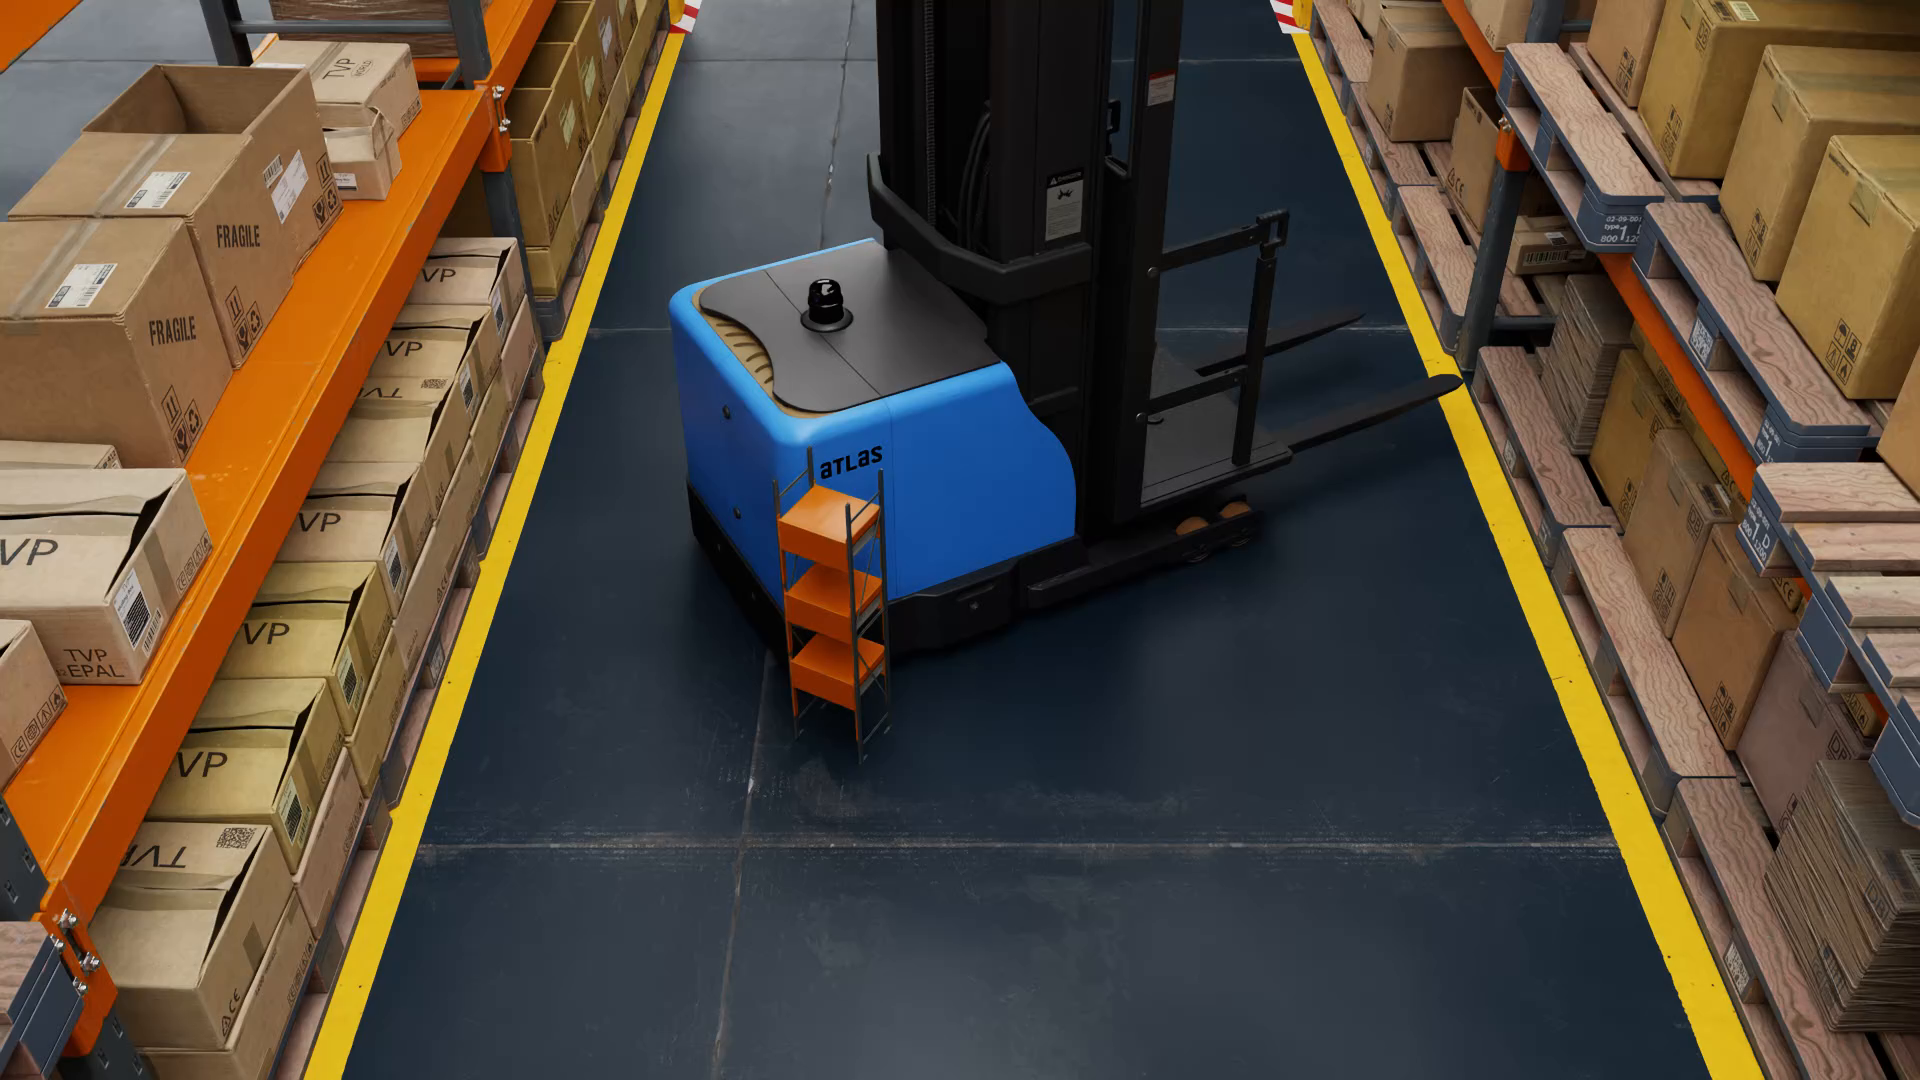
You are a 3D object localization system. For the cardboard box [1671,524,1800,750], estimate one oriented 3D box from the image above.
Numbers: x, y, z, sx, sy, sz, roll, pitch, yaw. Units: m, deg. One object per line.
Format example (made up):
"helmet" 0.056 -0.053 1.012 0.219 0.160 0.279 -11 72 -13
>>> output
"cardboard box" 2.691 0.295 5.130 0.700 0.500 0.500 0 39 0

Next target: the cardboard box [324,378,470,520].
"cardboard box" -2.008 -0.340 5.690 0.500 0.311 0.500 0 39 0

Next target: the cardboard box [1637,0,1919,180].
"cardboard box" 2.613 -1.470 5.253 0.700 0.500 0.500 4 39 5

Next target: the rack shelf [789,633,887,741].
"rack shelf" -0.382 0.447 5.314 0.240 0.259 0.215 19 42 22

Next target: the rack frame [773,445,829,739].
"rack frame" -0.489 0.185 5.179 0.008 1.050 0.200 19 42 22

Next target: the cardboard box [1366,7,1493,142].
"cardboard box" 2.511 -2.376 8.464 0.700 0.500 0.500 -2 39 -3

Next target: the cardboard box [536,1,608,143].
"cardboard box" -1.989 -2.220 7.885 0.500 0.500 0.500 0 39 0

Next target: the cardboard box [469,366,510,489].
"cardboard box" -2.012 -0.436 6.259 0.500 0.250 0.500 -1 39 -1

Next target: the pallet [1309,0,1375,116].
"pallet" 2.614 -2.784 9.556 1.003 0.211 1.213 0 39 0

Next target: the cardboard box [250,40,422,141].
"cardboard box" -2.256 -1.554 5.911 0.500 0.250 0.500 2 39 3

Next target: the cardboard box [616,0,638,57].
"cardboard box" -1.991 -2.845 8.665 0.500 0.500 0.500 0 39 0

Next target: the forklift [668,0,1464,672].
"forklift" 0.546 -1.332 5.569 3.031 2.935 1.130 -19 42 -22

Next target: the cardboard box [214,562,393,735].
"cardboard box" -2.010 0.296 4.897 0.500 0.311 0.500 -1 39 -1

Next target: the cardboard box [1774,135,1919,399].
"cardboard box" 2.623 -0.709 4.304 0.700 0.500 0.500 0 39 0

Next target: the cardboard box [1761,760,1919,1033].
"cardboard box" 2.605 0.928 4.340 0.700 0.500 0.500 0 39 1

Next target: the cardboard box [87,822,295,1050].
"cardboard box" -2.003 0.943 4.089 0.500 0.311 0.500 1 39 1

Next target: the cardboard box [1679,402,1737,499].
"cardboard box" 2.679 -0.354 5.341 0.500 0.250 0.500 -1 39 -1

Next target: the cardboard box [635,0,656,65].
"cardboard box" -1.997 -2.865 9.290 0.500 0.250 0.500 0 39 0

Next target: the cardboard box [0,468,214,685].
"cardboard box" -2.103 0.056 3.853 0.500 0.311 0.500 0 39 -1

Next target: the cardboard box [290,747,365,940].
"cardboard box" -2.004 0.848 4.656 0.500 0.250 0.500 -1 39 -1

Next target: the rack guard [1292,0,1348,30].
"rack guard" 2.648 -3.405 10.099 1.175 0.500 0.348 0 39 0

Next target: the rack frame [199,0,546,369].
"rack frame" -2.301 -1.921 6.248 1.000 3.000 0.127 0 39 0

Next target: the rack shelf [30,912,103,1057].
"rack shelf" -2.294 2.112 1.791 1.077 0.370 4.000 0 39 0

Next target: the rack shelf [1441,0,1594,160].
"rack shelf" 2.651 -2.897 8.041 1.077 0.370 4.000 0 39 0

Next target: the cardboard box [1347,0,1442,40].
"cardboard box" 2.559 -3.118 9.540 0.500 0.311 0.500 -4 39 -5

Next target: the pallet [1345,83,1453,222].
"pallet" 2.613 -2.023 8.606 1.003 0.211 1.213 0 39 0

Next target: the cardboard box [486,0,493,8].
"cardboard box" -2.315 -2.567 6.975 0.700 0.500 0.500 0 39 -1

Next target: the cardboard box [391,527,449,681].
"cardboard box" -2.011 0.202 5.462 0.500 0.250 0.500 1 39 1

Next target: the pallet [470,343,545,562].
"pallet" -2.261 -0.372 6.545 1.003 0.211 1.213 0 39 0

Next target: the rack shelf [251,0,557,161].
"rack shelf" -2.303 -2.891 8.034 1.077 0.370 4.000 0 39 0

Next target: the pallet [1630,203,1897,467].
"pallet" 2.614 -0.588 4.739 1.003 0.211 1.213 0 39 0

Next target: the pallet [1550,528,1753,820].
"pallet" 2.660 0.413 5.566 1.003 0.211 1.213 0 39 0

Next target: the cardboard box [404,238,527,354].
"cardboard box" -2.014 -0.977 6.485 0.500 0.311 0.500 0 39 0

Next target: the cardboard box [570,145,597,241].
"cardboard box" -1.994 -1.614 7.729 0.500 0.250 0.500 0 39 0

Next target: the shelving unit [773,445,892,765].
"shelving unit" -0.382 0.222 5.134 0.252 1.050 0.215 19 42 22

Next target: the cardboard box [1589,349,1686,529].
"cardboard box" 2.721 -0.339 5.922 0.700 0.500 0.500 -1 39 -1

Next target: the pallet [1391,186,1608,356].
"pallet" 2.617 -1.258 7.652 1.003 0.211 1.213 0 39 0

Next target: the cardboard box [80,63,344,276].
"cardboard box" -2.316 -1.150 5.206 0.500 0.500 0.500 3 39 3

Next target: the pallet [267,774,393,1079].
"pallet" -2.258 1.154 4.641 1.003 0.211 1.213 0 39 0

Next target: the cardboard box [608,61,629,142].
"cardboard box" -1.995 -2.240 8.509 0.500 0.250 0.500 0 39 0

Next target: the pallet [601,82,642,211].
"pallet" -2.264 -2.095 8.695 1.003 0.211 1.213 0 39 0

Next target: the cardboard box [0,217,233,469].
"cardboard box" -2.314 -0.508 4.405 0.500 0.500 0.500 -2 39 -2

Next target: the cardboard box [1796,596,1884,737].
"cardboard box" 2.667 0.279 4.550 0.500 0.250 0.500 1 39 1

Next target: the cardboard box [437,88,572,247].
"cardboard box" -1.988 -1.594 7.104 0.500 0.500 0.500 0 39 0

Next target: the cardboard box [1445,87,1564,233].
"cardboard box" 2.612 -1.772 7.709 0.500 0.500 0.500 -3 39 -3
